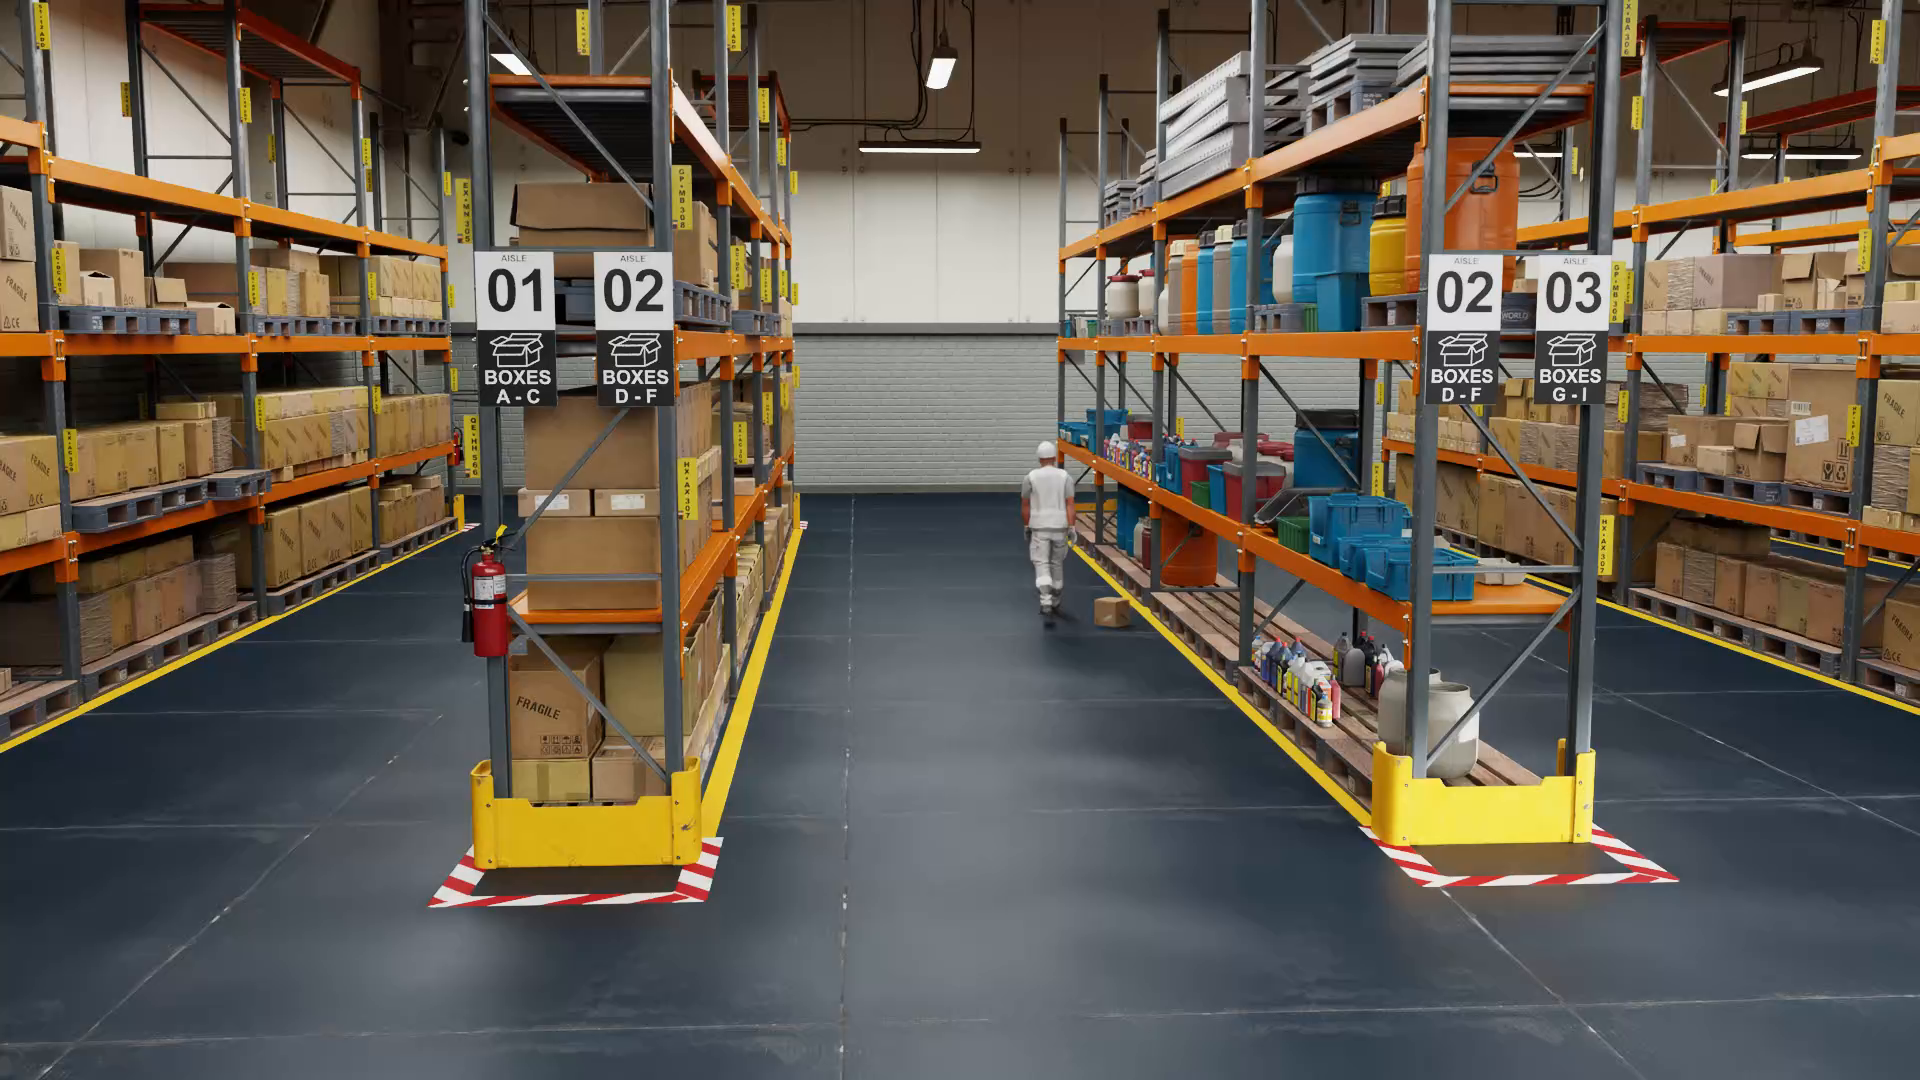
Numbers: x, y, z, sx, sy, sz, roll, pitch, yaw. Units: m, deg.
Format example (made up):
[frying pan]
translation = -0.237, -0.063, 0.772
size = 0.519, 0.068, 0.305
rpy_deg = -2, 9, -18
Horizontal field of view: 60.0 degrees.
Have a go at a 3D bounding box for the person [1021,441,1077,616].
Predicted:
[person]
translation = 0.878, -0.110, 16.581
size = 0.544, 1.754, 1.053
rpy_deg = -1, 7, -5
